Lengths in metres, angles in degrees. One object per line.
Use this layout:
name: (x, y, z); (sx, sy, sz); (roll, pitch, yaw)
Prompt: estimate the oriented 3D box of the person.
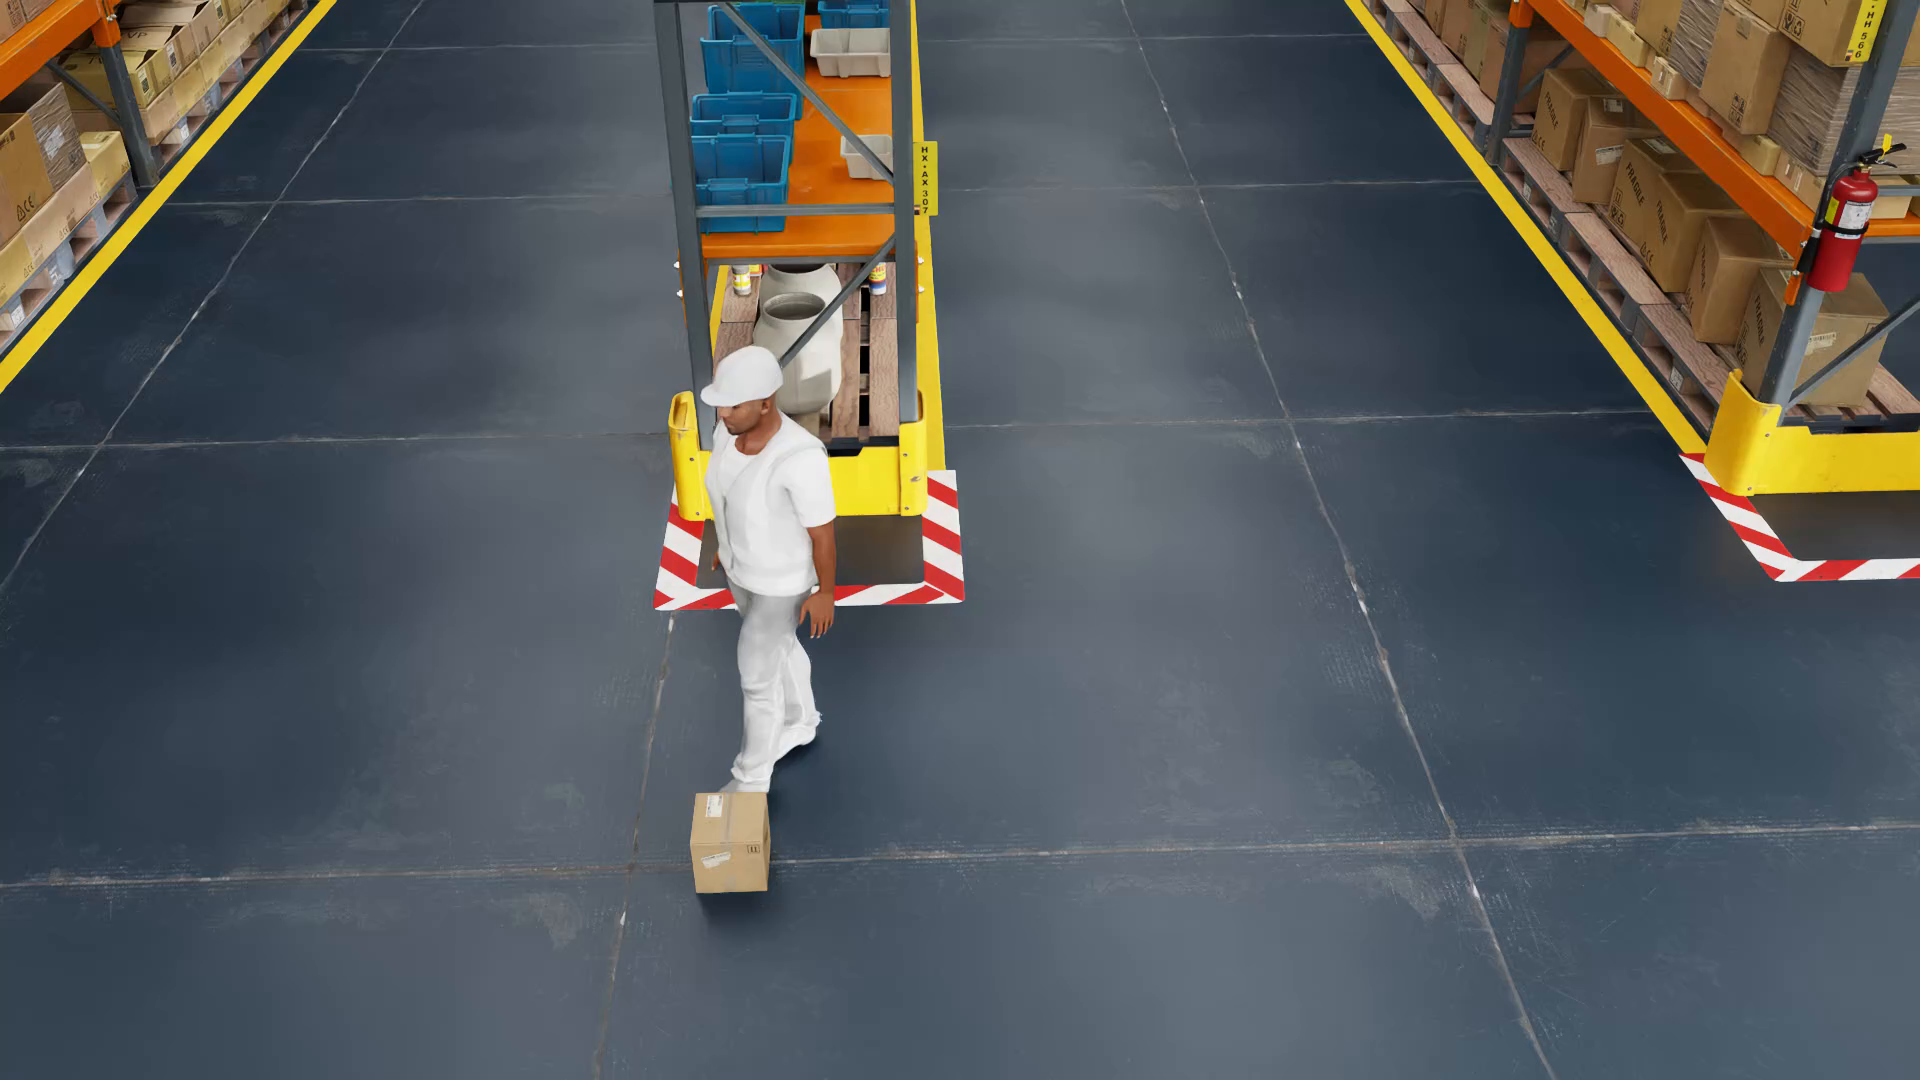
person: (-0.793, 0.144, 5.893); (0.626, 1.761, 0.587); (-23, 41, -30)
